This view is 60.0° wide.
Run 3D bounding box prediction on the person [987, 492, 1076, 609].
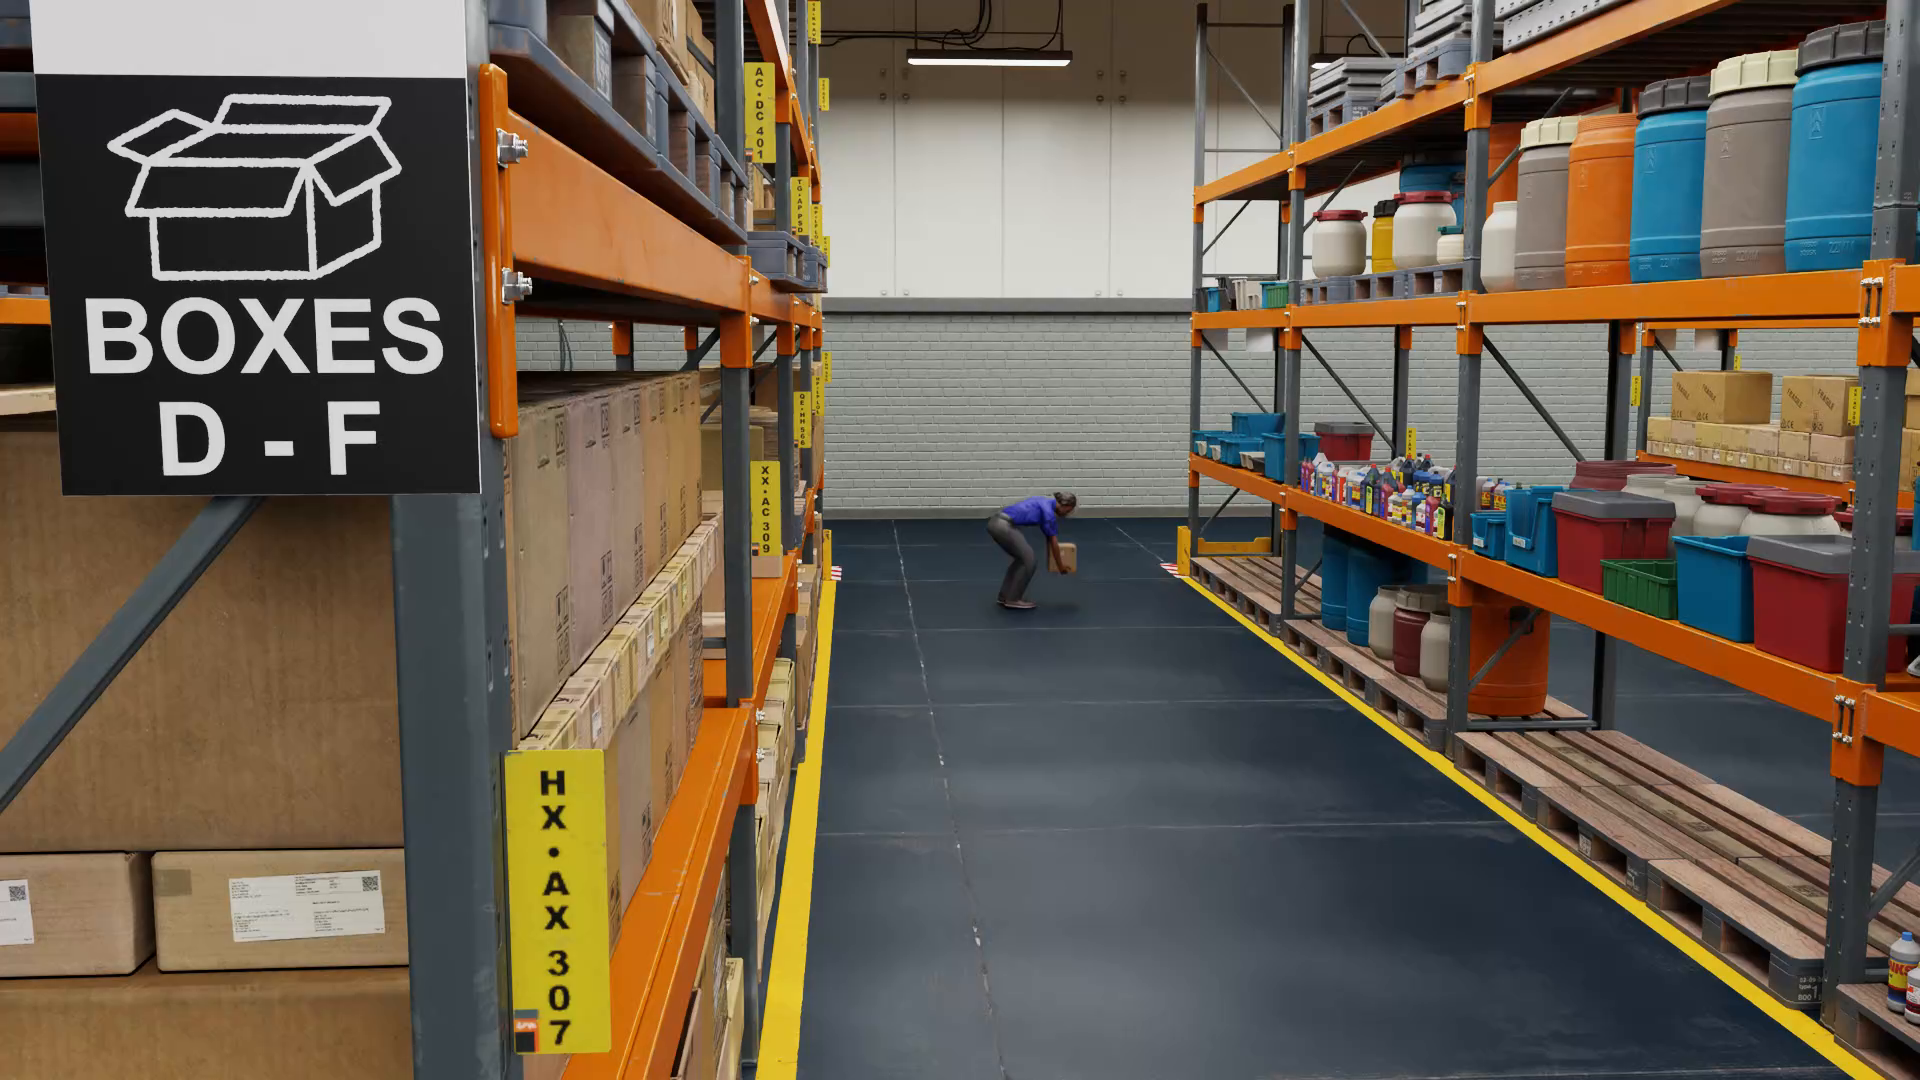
[{"bbox_3d":[0.684,0.090,15.842,0.850,1.104,0.443,-1,7,-6],"label":"person"}]
